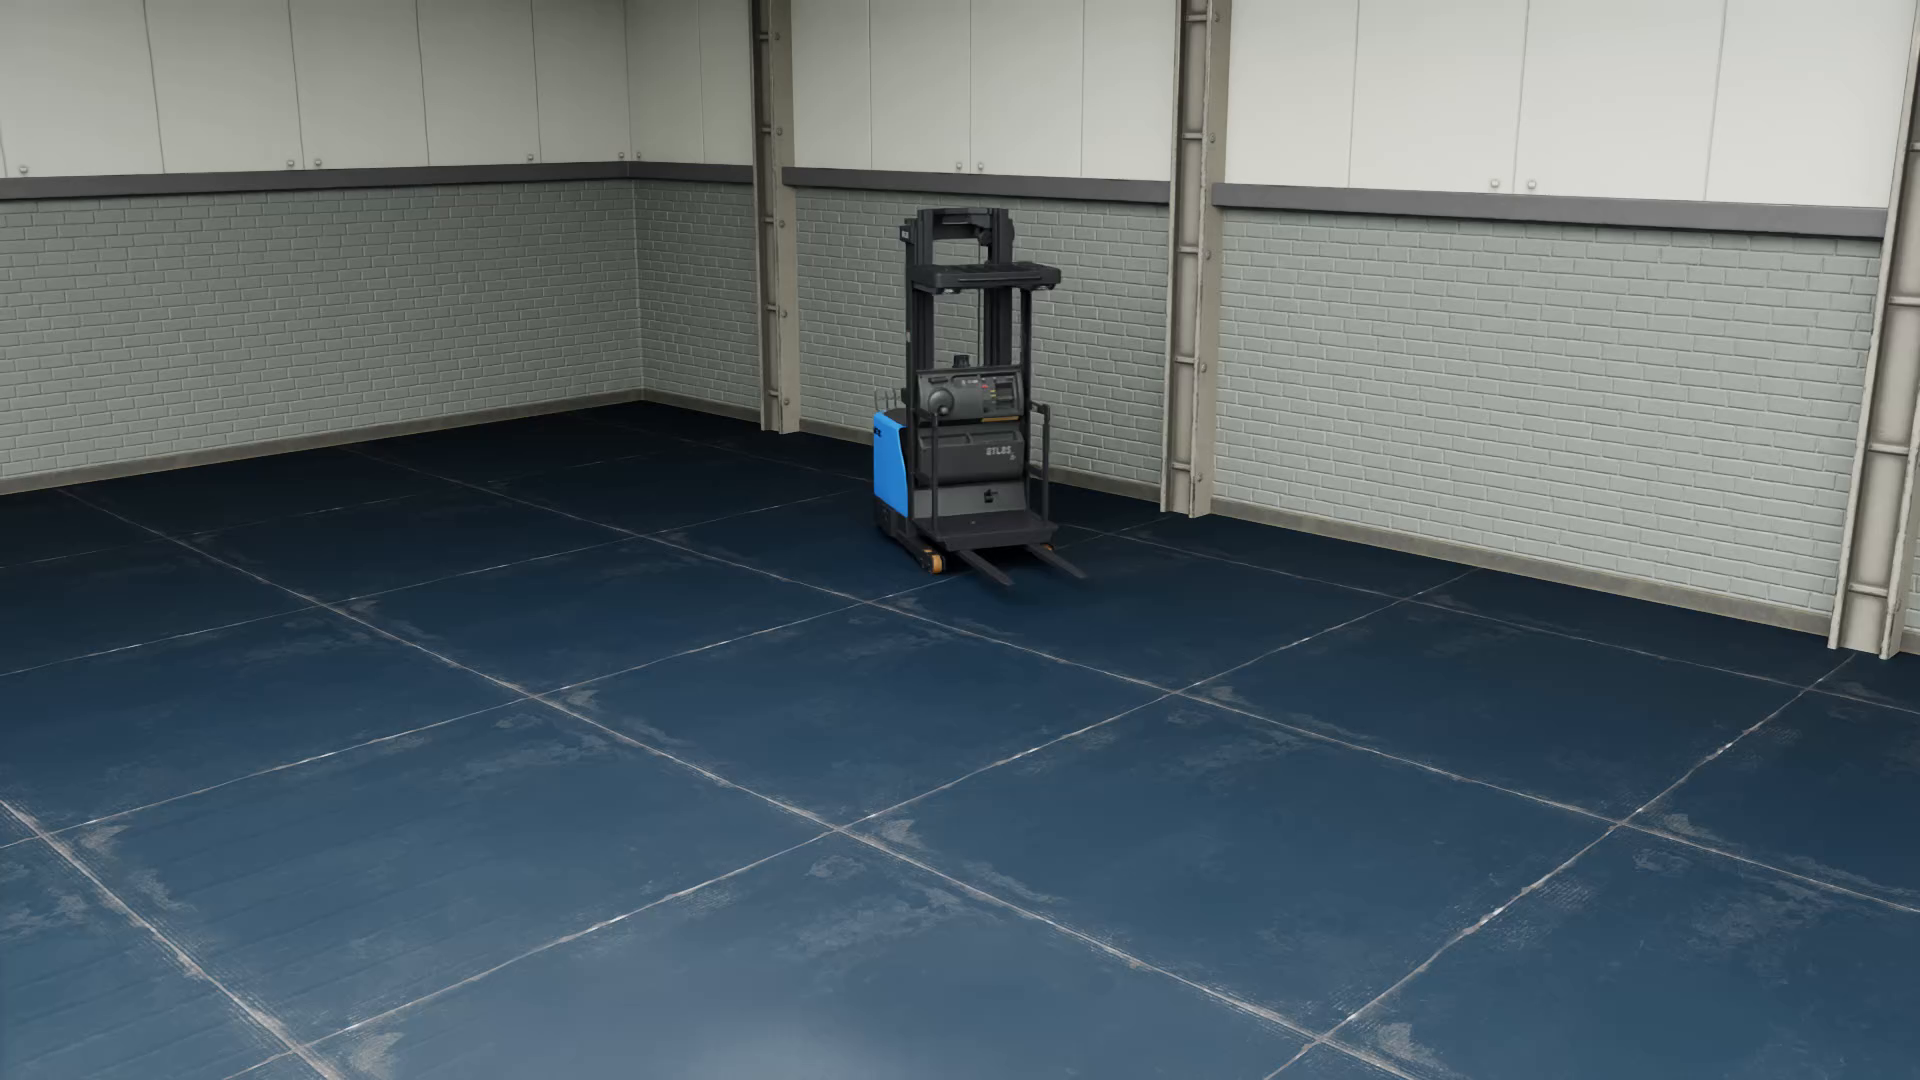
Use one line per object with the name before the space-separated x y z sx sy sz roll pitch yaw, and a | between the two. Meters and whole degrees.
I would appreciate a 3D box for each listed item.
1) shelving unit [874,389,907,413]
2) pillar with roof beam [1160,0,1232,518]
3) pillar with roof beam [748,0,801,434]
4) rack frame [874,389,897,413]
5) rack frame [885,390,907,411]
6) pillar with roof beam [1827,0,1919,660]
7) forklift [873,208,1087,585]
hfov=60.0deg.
shelving unit | -0.596 -0.816 15.652 0.258 1.200 0.189 -11 9 -36
pillar with roof beam | -0.819 -3.843 11.834 0.400 9.000 9.100 14 20 42
pillar with roof beam | -5.139 -4.893 15.864 0.400 9.000 9.100 14 20 42
rack frame | -0.651 -0.819 15.725 0.240 1.200 0.006 -11 9 -36
rack frame | -0.542 -0.812 15.579 0.240 1.200 0.006 -11 9 -36
pillar with roof beam | 3.500 -2.793 7.804 0.400 9.000 9.100 14 20 42
forklift | 0.166 -1.248 13.910 1.130 2.935 3.031 -5 15 -19
